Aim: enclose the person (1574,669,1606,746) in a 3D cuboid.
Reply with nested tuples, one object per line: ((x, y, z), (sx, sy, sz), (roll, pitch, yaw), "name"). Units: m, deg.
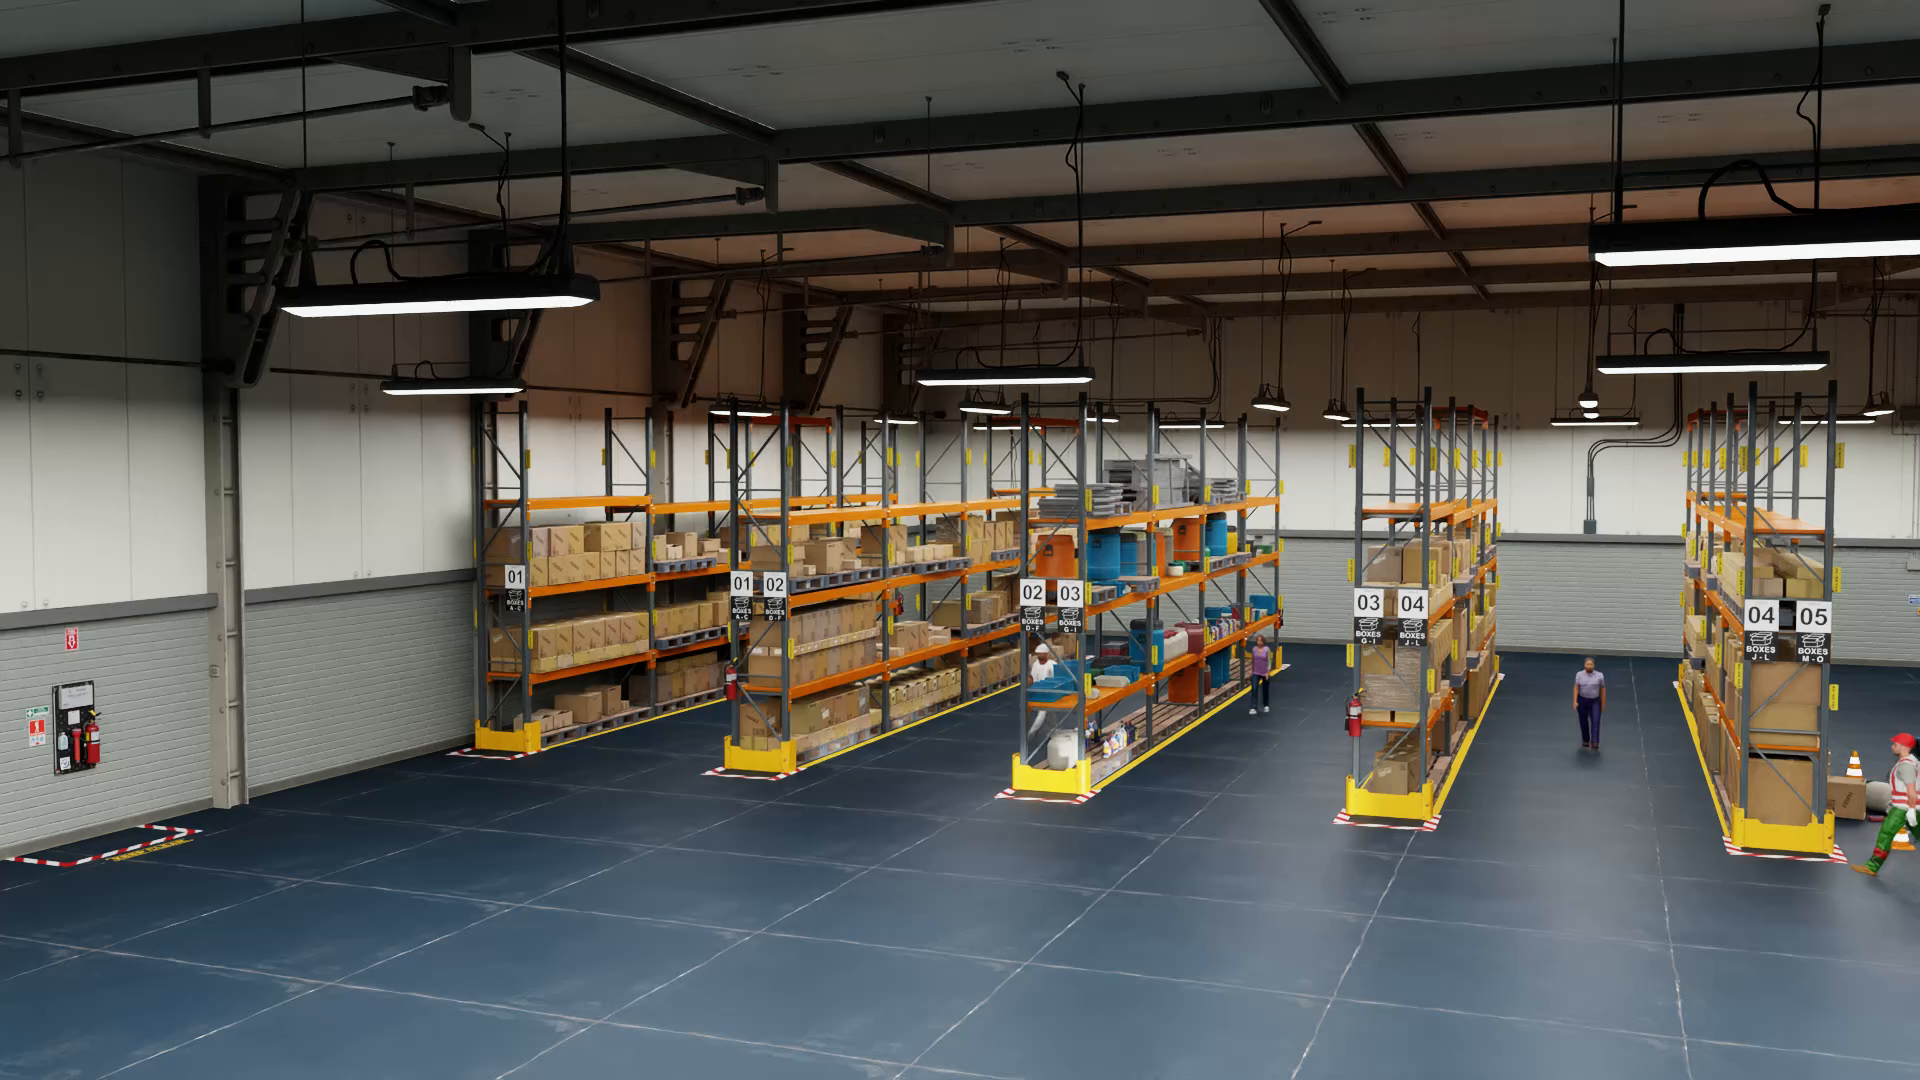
((10.788, 2.871, 28.524), (0.488, 1.292, 0.865), (2, 3, 29), "person")

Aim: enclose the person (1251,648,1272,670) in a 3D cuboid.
((5.897, 2.380, 32.518), (0.434, 0.556, 0.322), (1, 3, 21), "person")

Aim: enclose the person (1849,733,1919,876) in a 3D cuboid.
((11.224, 3.163, 19.785), (1.092, 1.738, 0.418), (2, 3, 33), "person")

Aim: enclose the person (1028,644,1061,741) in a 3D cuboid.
((1.408, 2.695, 29.454), (1.115, 1.693, 0.586), (-2, 3, -36), "person")
